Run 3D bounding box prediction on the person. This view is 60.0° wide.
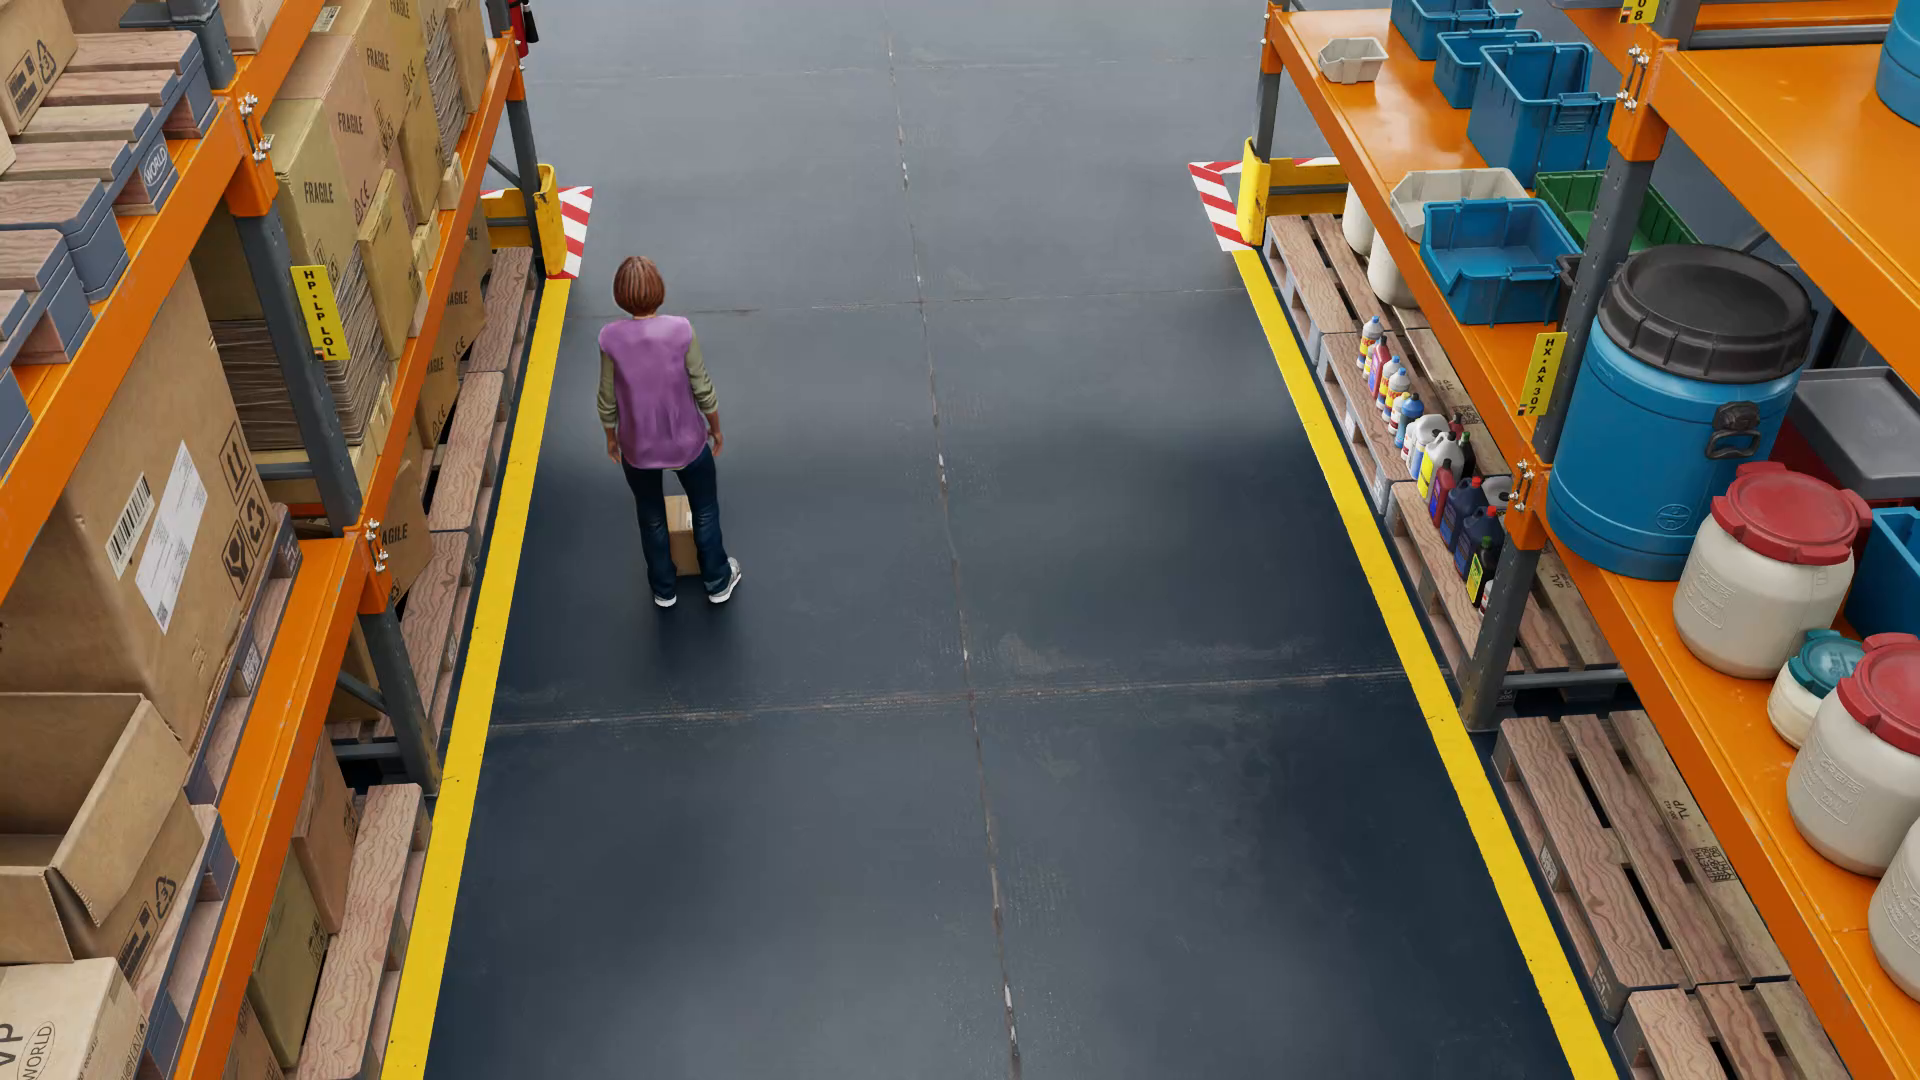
[{"bbox_3d":[-1.178,-0.391,6.635,0.473,1.593,0.349,-4,40,-5],"label":"person"}]
